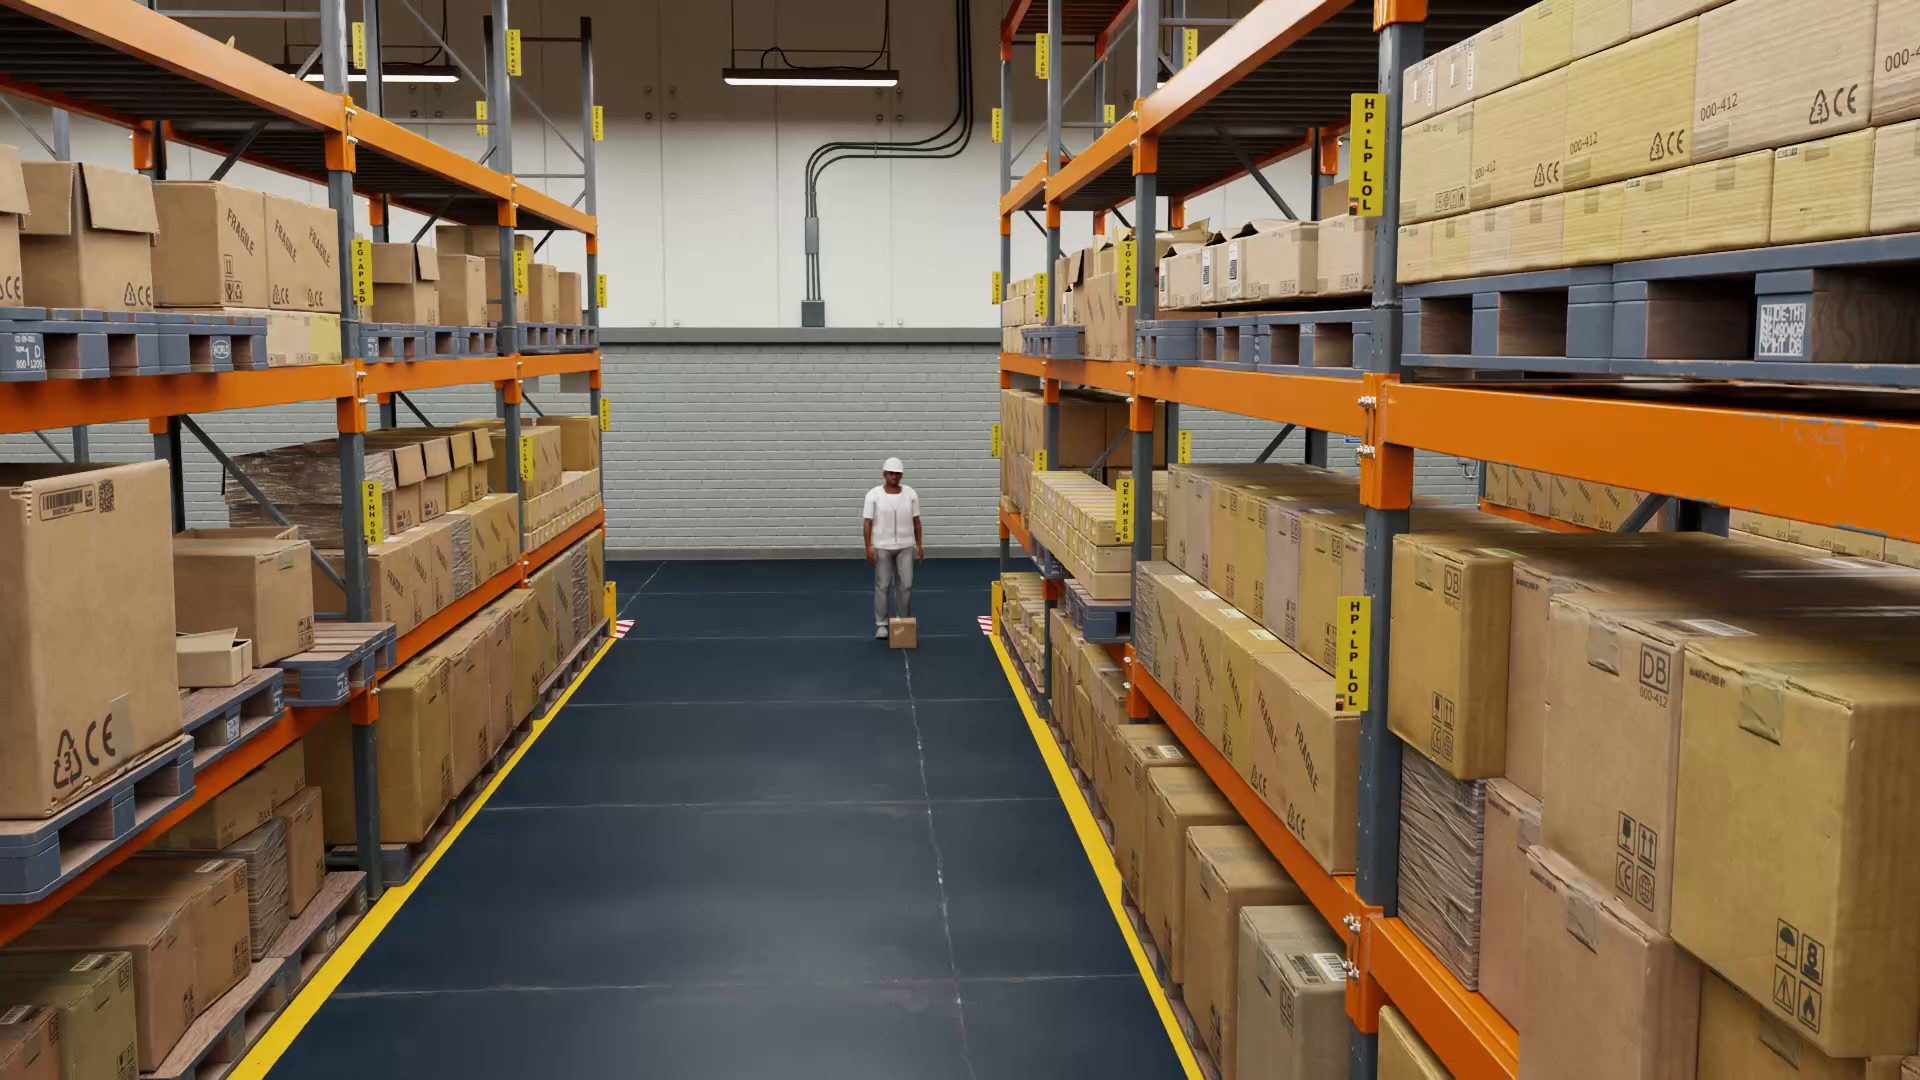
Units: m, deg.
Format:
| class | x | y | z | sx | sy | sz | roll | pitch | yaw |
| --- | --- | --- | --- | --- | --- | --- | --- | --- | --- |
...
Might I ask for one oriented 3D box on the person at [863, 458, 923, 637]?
| class | x | y | z | sx | sy | sz | roll | pitch | yaw |
| --- | --- | --- | --- | --- | --- | --- | --- | --- | --- |
| person | -0.647 | 0.094 | 16.374 | 0.596 | 1.806 | 0.403 | -1 | 7 | -11 |
